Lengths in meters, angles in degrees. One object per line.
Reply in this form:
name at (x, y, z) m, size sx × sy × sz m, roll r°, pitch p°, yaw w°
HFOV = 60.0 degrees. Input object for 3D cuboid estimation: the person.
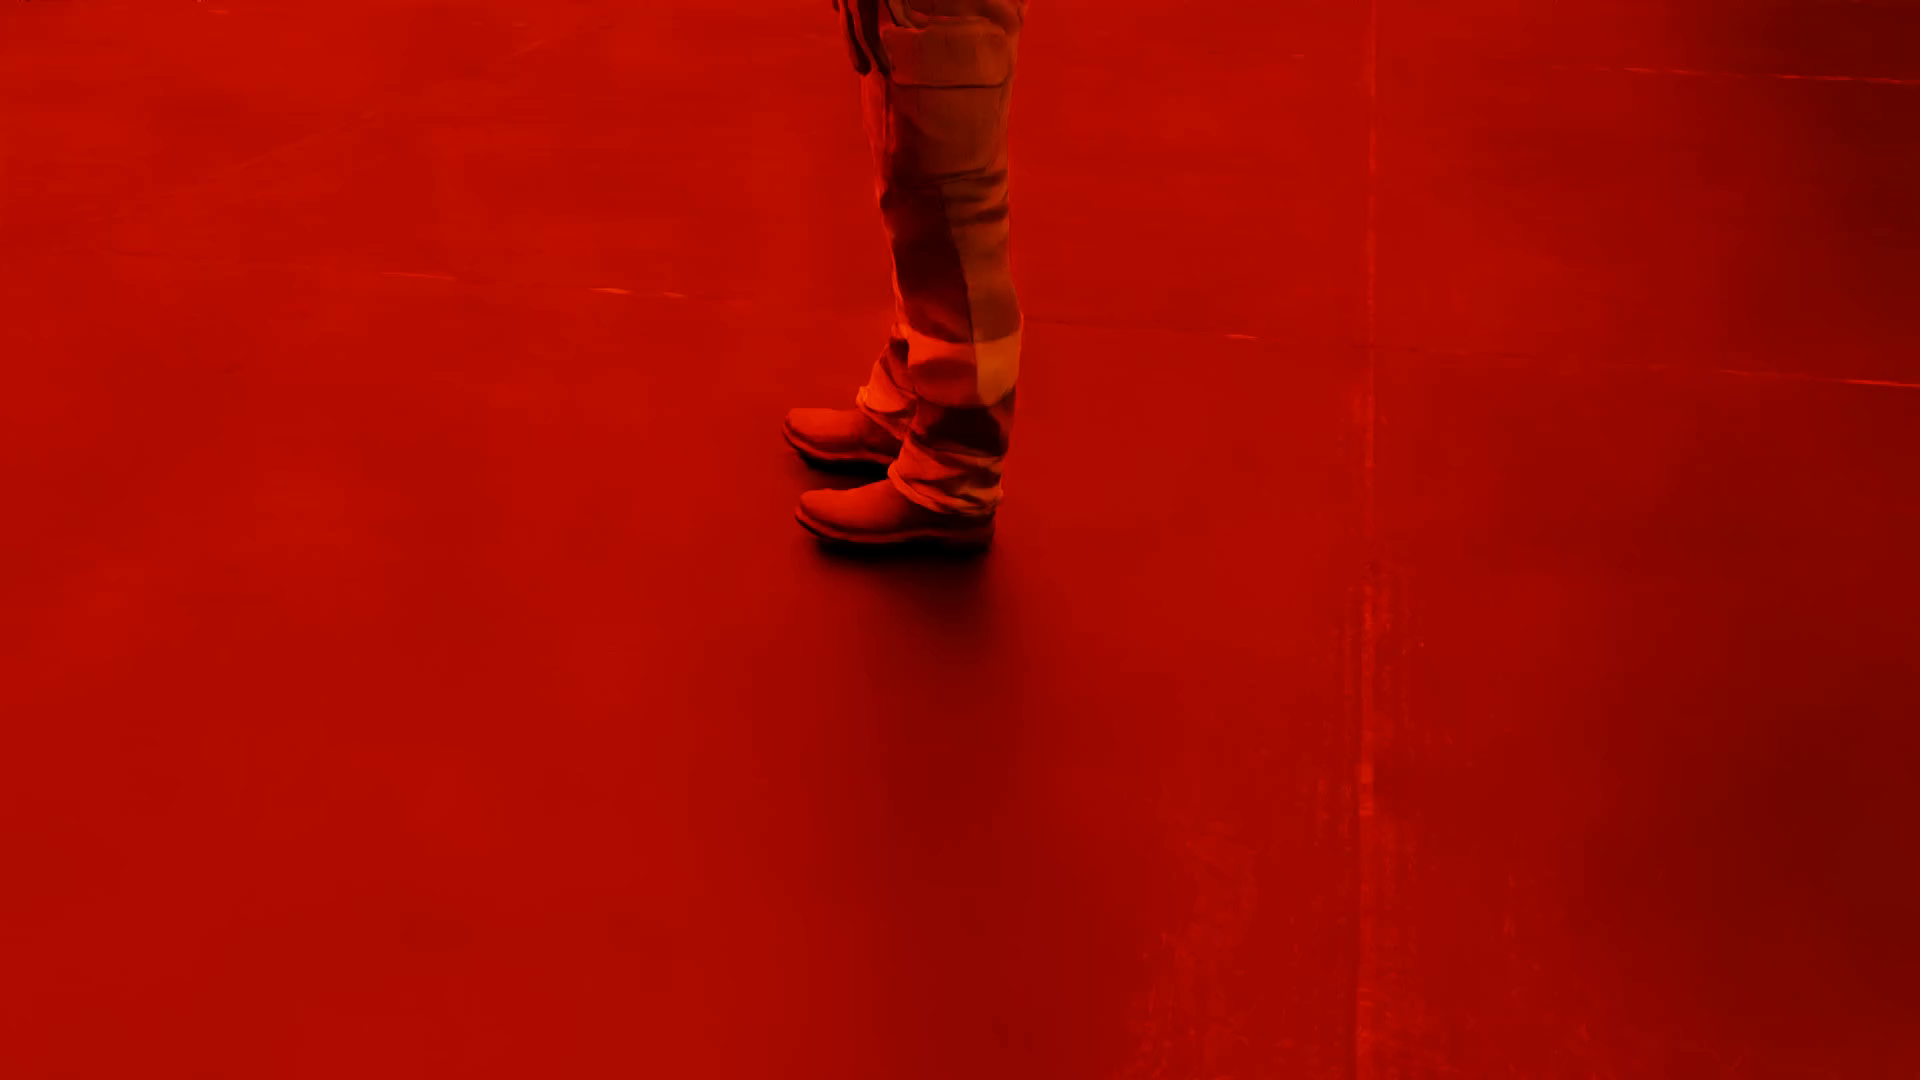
person at (-0.076, -0.818, 2.119) m, size 0.563 × 1.787 × 0.637 m, roll 6°, pitch 27°, yaw 11°
